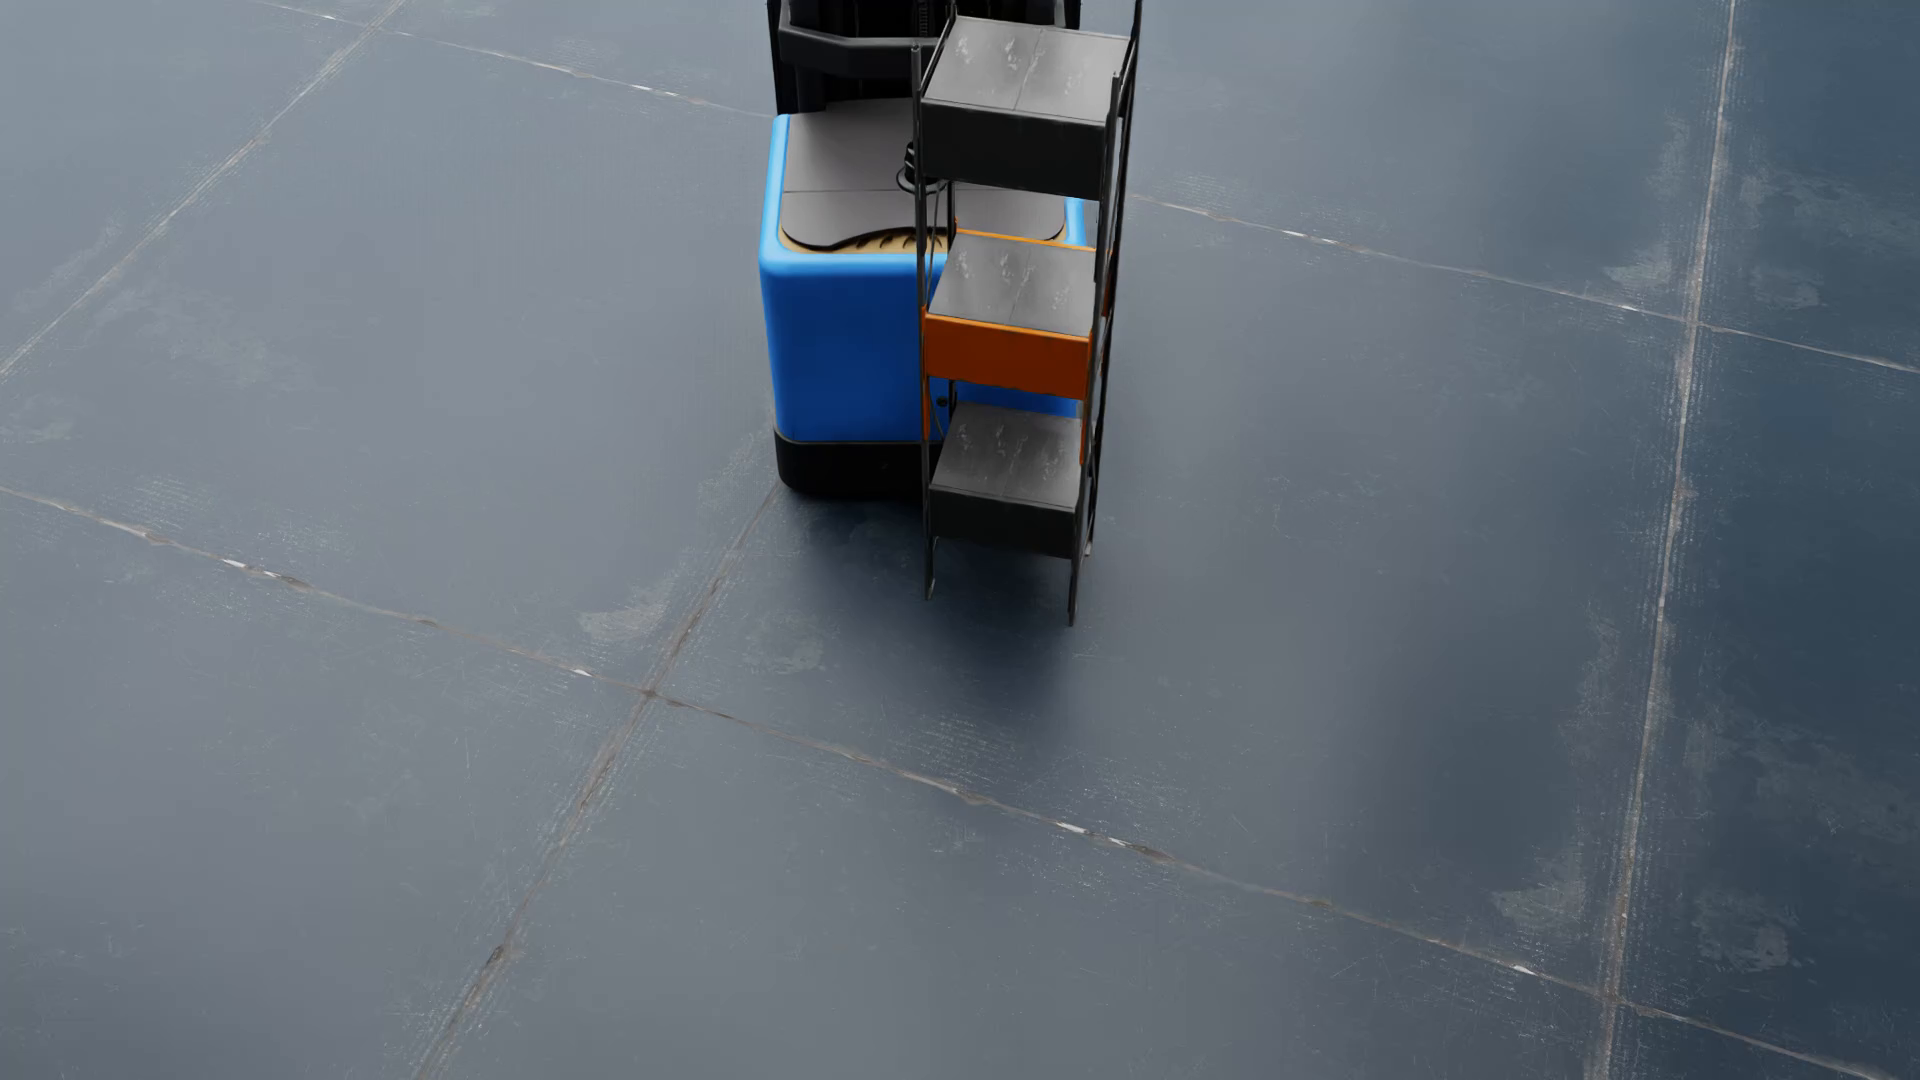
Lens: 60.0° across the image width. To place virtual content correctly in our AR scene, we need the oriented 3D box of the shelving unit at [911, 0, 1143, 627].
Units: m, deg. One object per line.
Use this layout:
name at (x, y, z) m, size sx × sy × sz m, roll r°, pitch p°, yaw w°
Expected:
shelving unit at (0.172, -0.590, 4.872) m, size 0.503 × 2.100 × 0.431 m, roll 10°, pitch 50°, yaw 8°

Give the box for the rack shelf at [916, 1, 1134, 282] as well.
rack shelf at (0.172, -1.040, 4.353) m, size 0.480 × 0.518 × 0.431 m, roll 10°, pitch 50°, yaw 8°

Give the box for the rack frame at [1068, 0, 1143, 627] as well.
rack frame at (0.410, -0.549, 4.837) m, size 0.015 × 2.100 × 0.400 m, roll 10°, pitch 50°, yaw 8°

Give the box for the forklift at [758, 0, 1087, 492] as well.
forklift at (-0.127, -2.228, 5.741) m, size 1.130 × 2.935 × 3.031 m, roll 0°, pitch 49°, yaw 0°

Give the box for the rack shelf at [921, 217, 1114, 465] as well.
rack shelf at (0.172, -0.581, 4.882) m, size 0.480 × 0.518 × 0.431 m, roll 10°, pitch 50°, yaw 8°

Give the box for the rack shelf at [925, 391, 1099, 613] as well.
rack shelf at (0.172, -0.123, 5.411) m, size 0.480 × 0.518 × 0.431 m, roll 10°, pitch 50°, yaw 8°

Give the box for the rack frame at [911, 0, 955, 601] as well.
rack frame at (-0.066, -0.631, 4.907) m, size 0.015 × 2.100 × 0.400 m, roll 10°, pitch 50°, yaw 8°
